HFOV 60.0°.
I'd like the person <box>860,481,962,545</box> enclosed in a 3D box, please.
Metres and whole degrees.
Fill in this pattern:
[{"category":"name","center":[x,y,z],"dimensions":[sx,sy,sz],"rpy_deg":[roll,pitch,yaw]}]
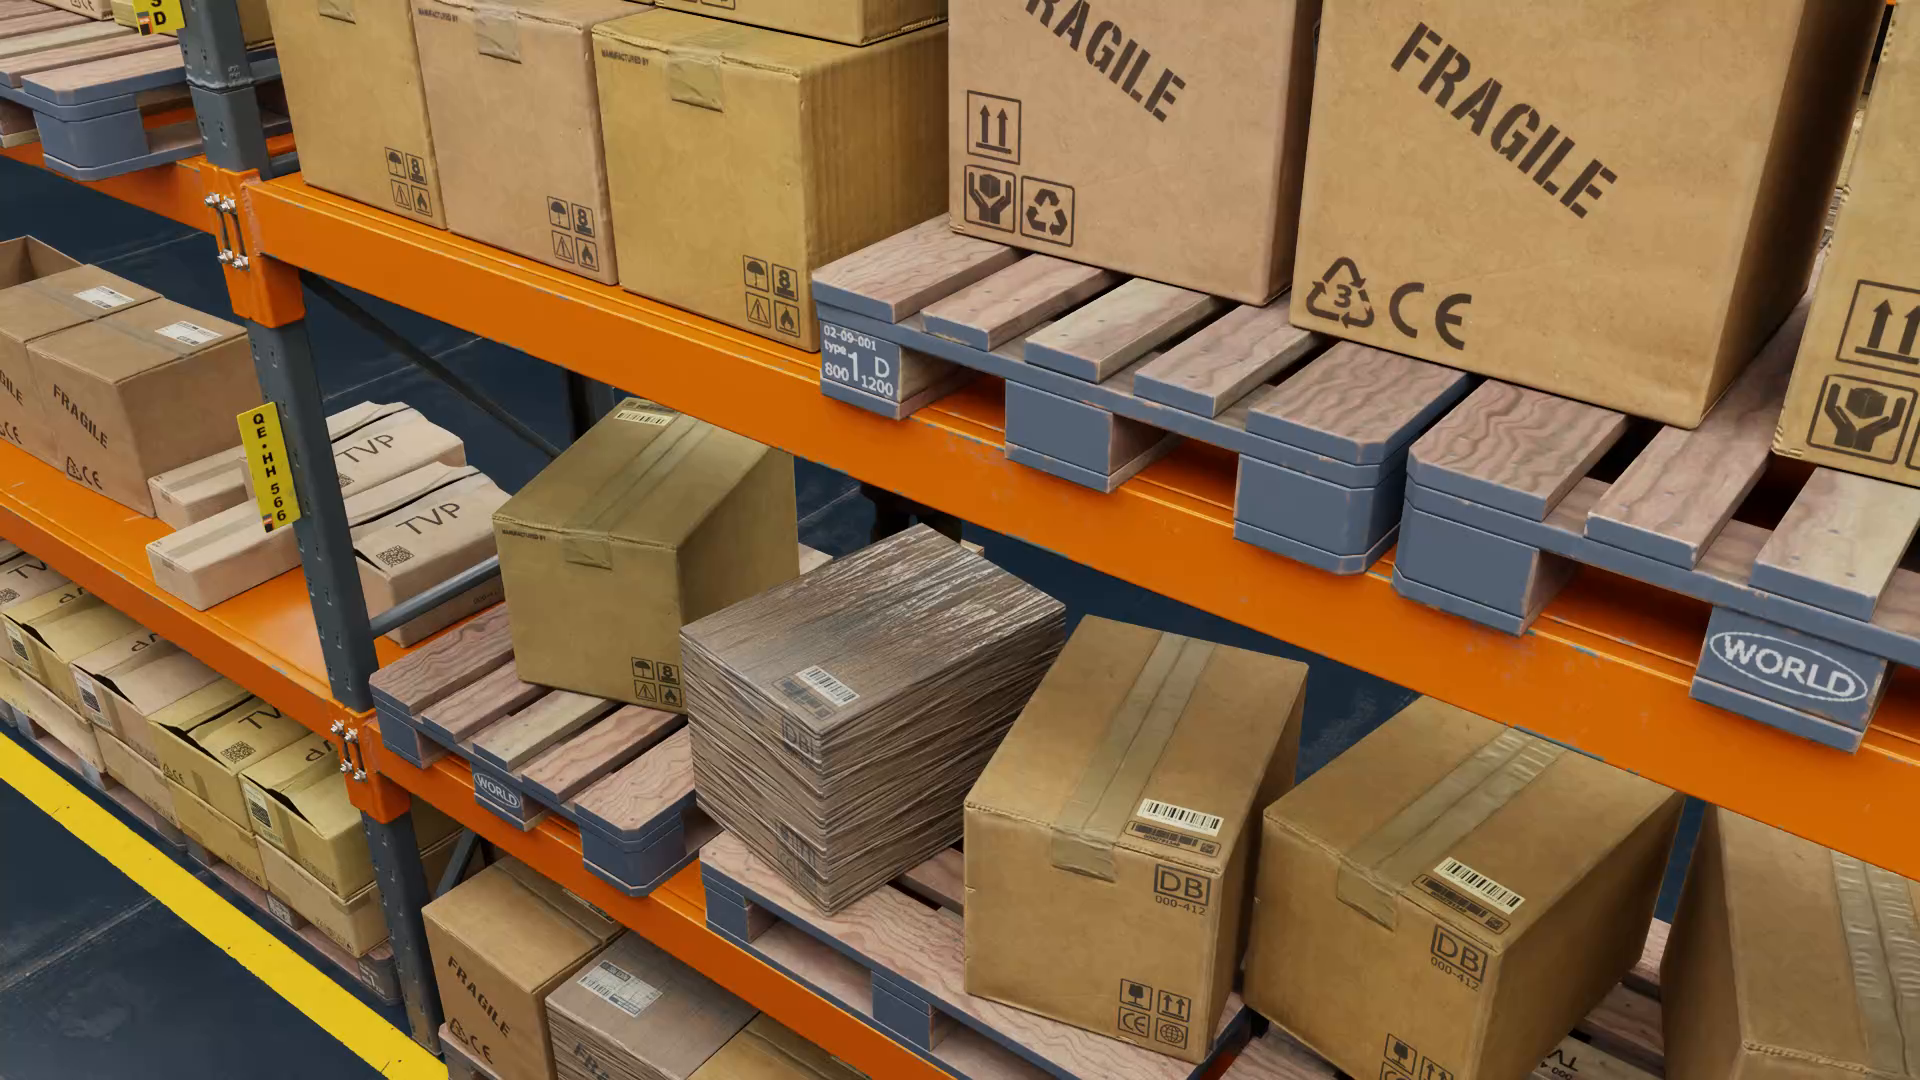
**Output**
[{"category":"person","center":[-0.205,-0.398,6.823],"dimensions":[0.641,1.773,0.427],"rpy_deg":[21,36,31]}]
